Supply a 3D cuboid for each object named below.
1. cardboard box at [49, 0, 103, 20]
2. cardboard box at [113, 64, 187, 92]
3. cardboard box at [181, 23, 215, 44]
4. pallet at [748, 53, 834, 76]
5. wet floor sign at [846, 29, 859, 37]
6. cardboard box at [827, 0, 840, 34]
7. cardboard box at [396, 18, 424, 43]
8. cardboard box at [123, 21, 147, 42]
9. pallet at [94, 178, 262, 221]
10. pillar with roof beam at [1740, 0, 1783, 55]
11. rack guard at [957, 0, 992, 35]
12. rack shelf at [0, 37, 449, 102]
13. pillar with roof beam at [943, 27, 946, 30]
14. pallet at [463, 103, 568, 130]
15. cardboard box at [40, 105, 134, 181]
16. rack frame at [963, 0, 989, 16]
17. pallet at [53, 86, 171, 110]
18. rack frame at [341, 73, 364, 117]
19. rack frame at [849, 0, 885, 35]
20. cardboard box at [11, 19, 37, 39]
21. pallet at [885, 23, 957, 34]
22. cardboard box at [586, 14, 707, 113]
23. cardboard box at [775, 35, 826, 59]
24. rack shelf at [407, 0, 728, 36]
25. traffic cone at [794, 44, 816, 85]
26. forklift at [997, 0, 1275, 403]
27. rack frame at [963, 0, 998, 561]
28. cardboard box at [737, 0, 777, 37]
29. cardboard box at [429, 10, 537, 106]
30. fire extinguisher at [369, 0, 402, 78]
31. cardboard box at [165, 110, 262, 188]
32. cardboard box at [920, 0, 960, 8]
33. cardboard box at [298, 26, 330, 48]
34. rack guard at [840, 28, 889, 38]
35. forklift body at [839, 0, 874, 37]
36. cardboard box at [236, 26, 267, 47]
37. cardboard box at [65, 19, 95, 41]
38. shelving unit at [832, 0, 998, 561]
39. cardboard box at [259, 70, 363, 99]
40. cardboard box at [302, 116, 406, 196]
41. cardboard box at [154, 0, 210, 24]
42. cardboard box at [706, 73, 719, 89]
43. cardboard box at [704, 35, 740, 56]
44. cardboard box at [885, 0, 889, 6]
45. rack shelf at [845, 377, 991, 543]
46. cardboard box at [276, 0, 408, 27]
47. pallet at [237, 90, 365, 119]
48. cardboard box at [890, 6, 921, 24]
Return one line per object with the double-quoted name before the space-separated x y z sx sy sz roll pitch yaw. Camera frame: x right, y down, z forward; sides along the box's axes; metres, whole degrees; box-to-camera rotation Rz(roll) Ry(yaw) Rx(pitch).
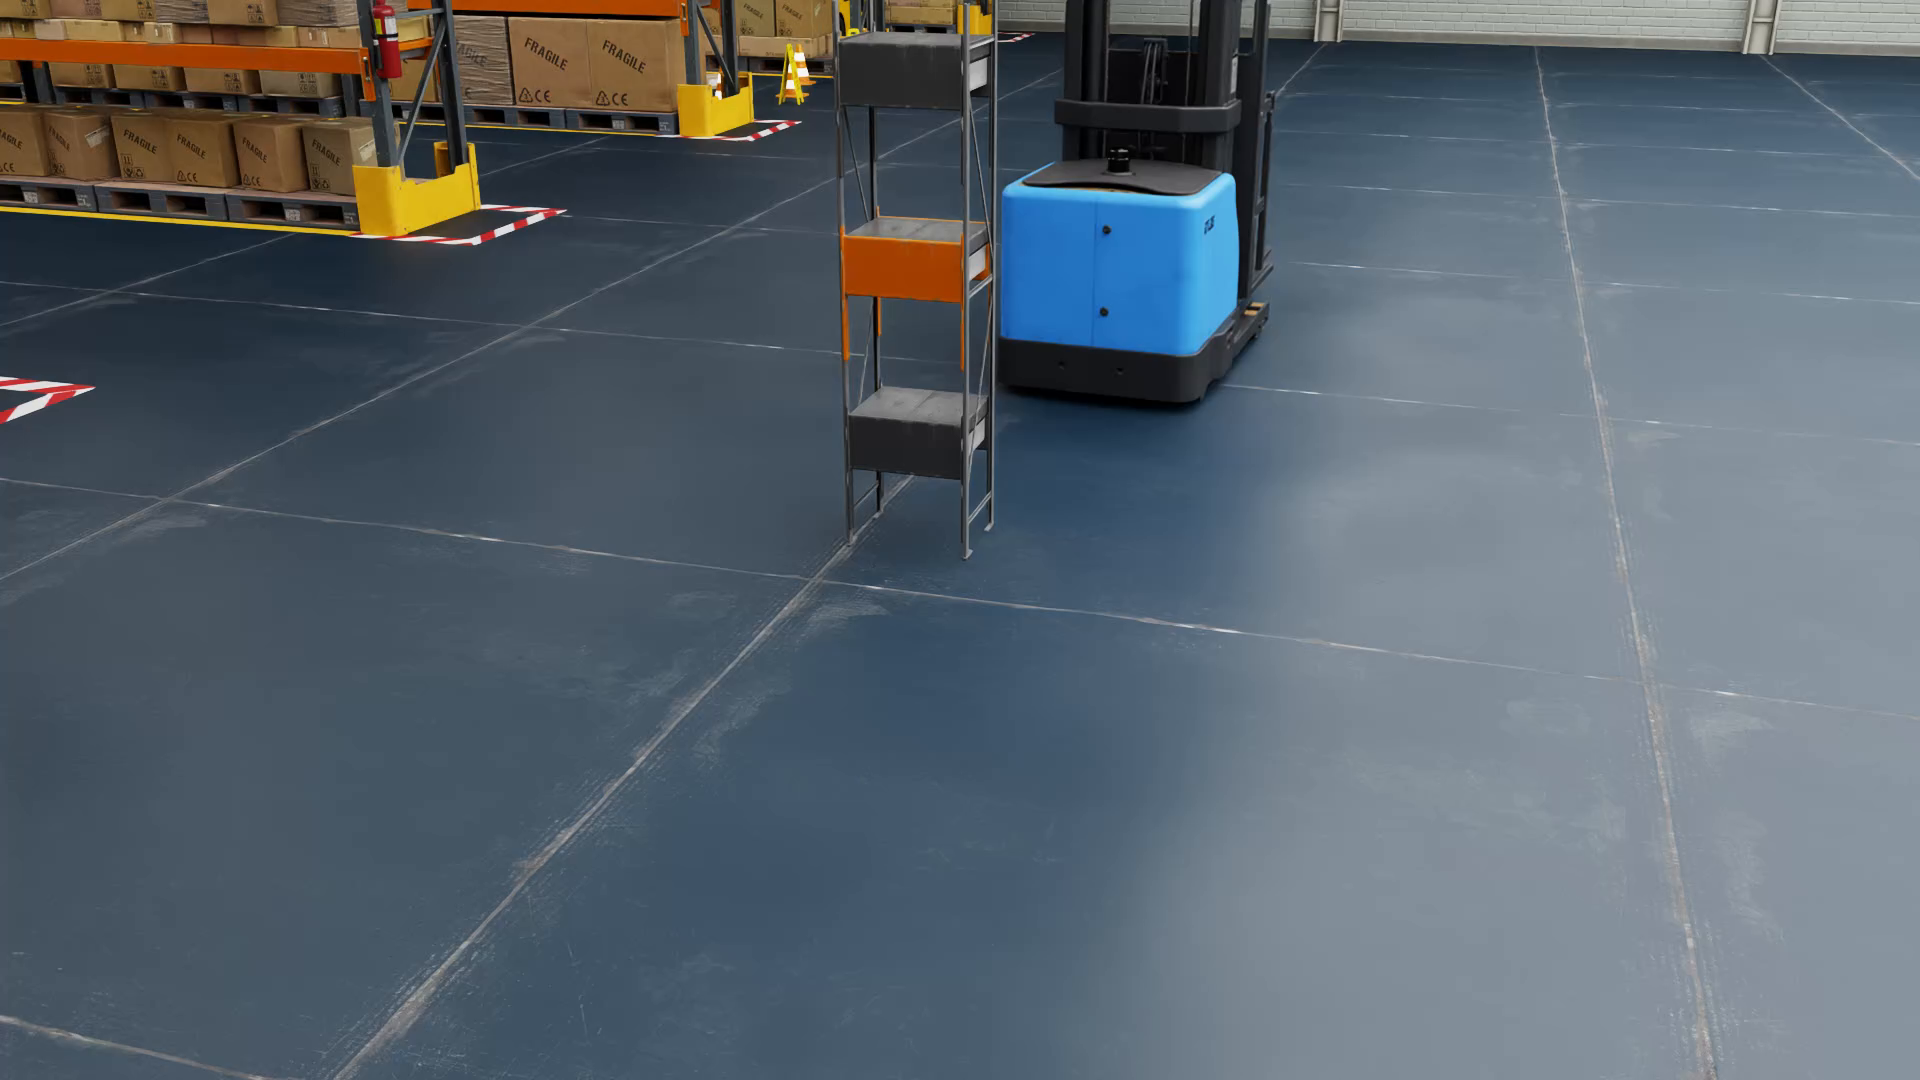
"cardboard box" -6.480 -4.293 12.761 0.500 0.500 0.875 7 23 16
"cardboard box" -8.774 -5.456 18.530 0.750 0.750 1.050 7 23 16
"cardboard box" -5.573 -3.800 12.412 0.250 0.149 0.380 7 23 16
"pallet" -2.017 -6.249 21.727 1.213 0.211 1.003 7 23 16
"wet floor sign" -1.304 -5.930 20.377 0.232 0.644 0.267 16 27 34
"cardboard box" -1.892 -6.890 21.695 0.500 0.500 0.500 6 23 14
"cardboard box" -4.243 -3.830 12.486 0.250 0.149 0.380 7 23 16
"cardboard box" -6.058 -3.848 12.528 0.250 0.149 0.380 7 23 16
"pallet" -6.044 -2.783 13.277 1.213 0.211 1.003 7 23 16
"pillar with roof beam" 10.092 -9.533 18.152 0.400 9.000 9.100 7 23 16
"rack guard" 0.276 -8.074 25.795 0.348 0.500 1.175 7 23 16
"rack shelf" -5.954 -3.715 12.822 4.000 0.370 1.077 7 23 16
"pillar with roof beam" -1.396 -10.848 21.359 0.400 9.000 9.100 7 23 16
"pallet" -4.462 -4.523 17.519 1.213 0.211 1.003 7 23 15
"cardboard box" -6.947 -3.187 13.326 0.500 0.500 0.500 15 27 32
"rack frame" 0.253 -9.233 25.327 0.127 3.000 1.000 7 23 16
"pallet" -9.436 -5.093 18.907 1.213 0.211 1.003 7 23 16
"rack frame" -6.339 -6.058 17.587 0.127 3.000 1.000 7 23 16
"rack frame" -1.177 -7.429 20.929 0.127 3.000 1.000 7 23 16
"cardboard box" -7.025 -3.945 12.765 0.250 0.149 0.380 7 23 16
"pallet" -0.491 -8.012 26.023 1.213 0.211 1.003 7 23 16
"cardboard box" -3.178 -4.881 16.964 0.875 0.875 0.875 7 23 16
"cardboard box" -2.051 -6.345 21.355 0.500 0.250 0.500 6 23 15
"rack shelf" -4.425 -5.506 17.189 4.000 0.370 1.077 7 23 16
"traffic cone" -1.961 -5.834 20.383 0.334 0.463 0.336 7 23 16
"forklift" 1.181 -2.565 9.161 1.130 2.935 3.031 8 24 19
"rack frame" 0.075 -0.963 6.351 0.015 2.100 0.400 7 23 16
"cardboard box" -2.520 -6.747 21.348 0.500 0.500 0.500 7 23 17
"cardboard box" -4.894 -5.078 17.443 0.875 0.875 0.875 7 23 16
"fire extinguisher" -4.063 -3.613 11.727 0.183 0.674 0.296 7 23 16
"cardboard box" -5.809 -3.070 13.041 0.500 0.500 0.500 9 24 20
"cardboard box" -0.303 -8.326 25.527 0.500 0.250 0.500 6 23 15
"cardboard box" -4.611 -3.696 12.160 0.250 0.149 0.380 7 23 16
"rack guard" -1.250 -6.281 21.424 0.348 0.500 1.175 7 23 16
"forklift body" -2.089 -8.385 24.379 1.214 2.155 2.313 7 23 16
"cardboard box" -5.100 -3.738 12.261 0.250 0.149 0.380 7 23 16
"cardboard box" -6.546 -3.890 12.632 0.250 0.149 0.380 7 23 16
"shelving unit" -0.158 -0.990 6.416 0.503 2.100 0.431 7 23 16
"cardboard box" -6.960 -5.247 18.020 0.750 0.750 1.050 6 23 15
"cardboard box" -4.632 -2.941 12.728 0.500 0.500 0.500 11 25 25
"cardboard box" -5.538 -4.165 12.446 0.500 0.500 0.875 7 23 16
"cardboard box" -3.015 -5.520 20.031 0.380 0.149 0.250 -20 29 -39
"cardboard box" -3.025 -6.457 21.629 0.500 0.250 0.500 6 23 14
"cardboard box" -1.280 -8.434 25.790 0.500 0.250 0.500 6 23 14
"rack shelf" -0.158 -0.329 6.687 0.480 0.518 0.431 7 23 16
"cardboard box" -4.558 -4.083 12.247 0.500 0.500 0.875 7 23 16
"pallet" -7.100 -4.825 18.255 1.213 0.211 1.003 7 23 16
"cardboard box" -0.761 -8.150 25.756 0.500 0.250 0.500 7 23 15
